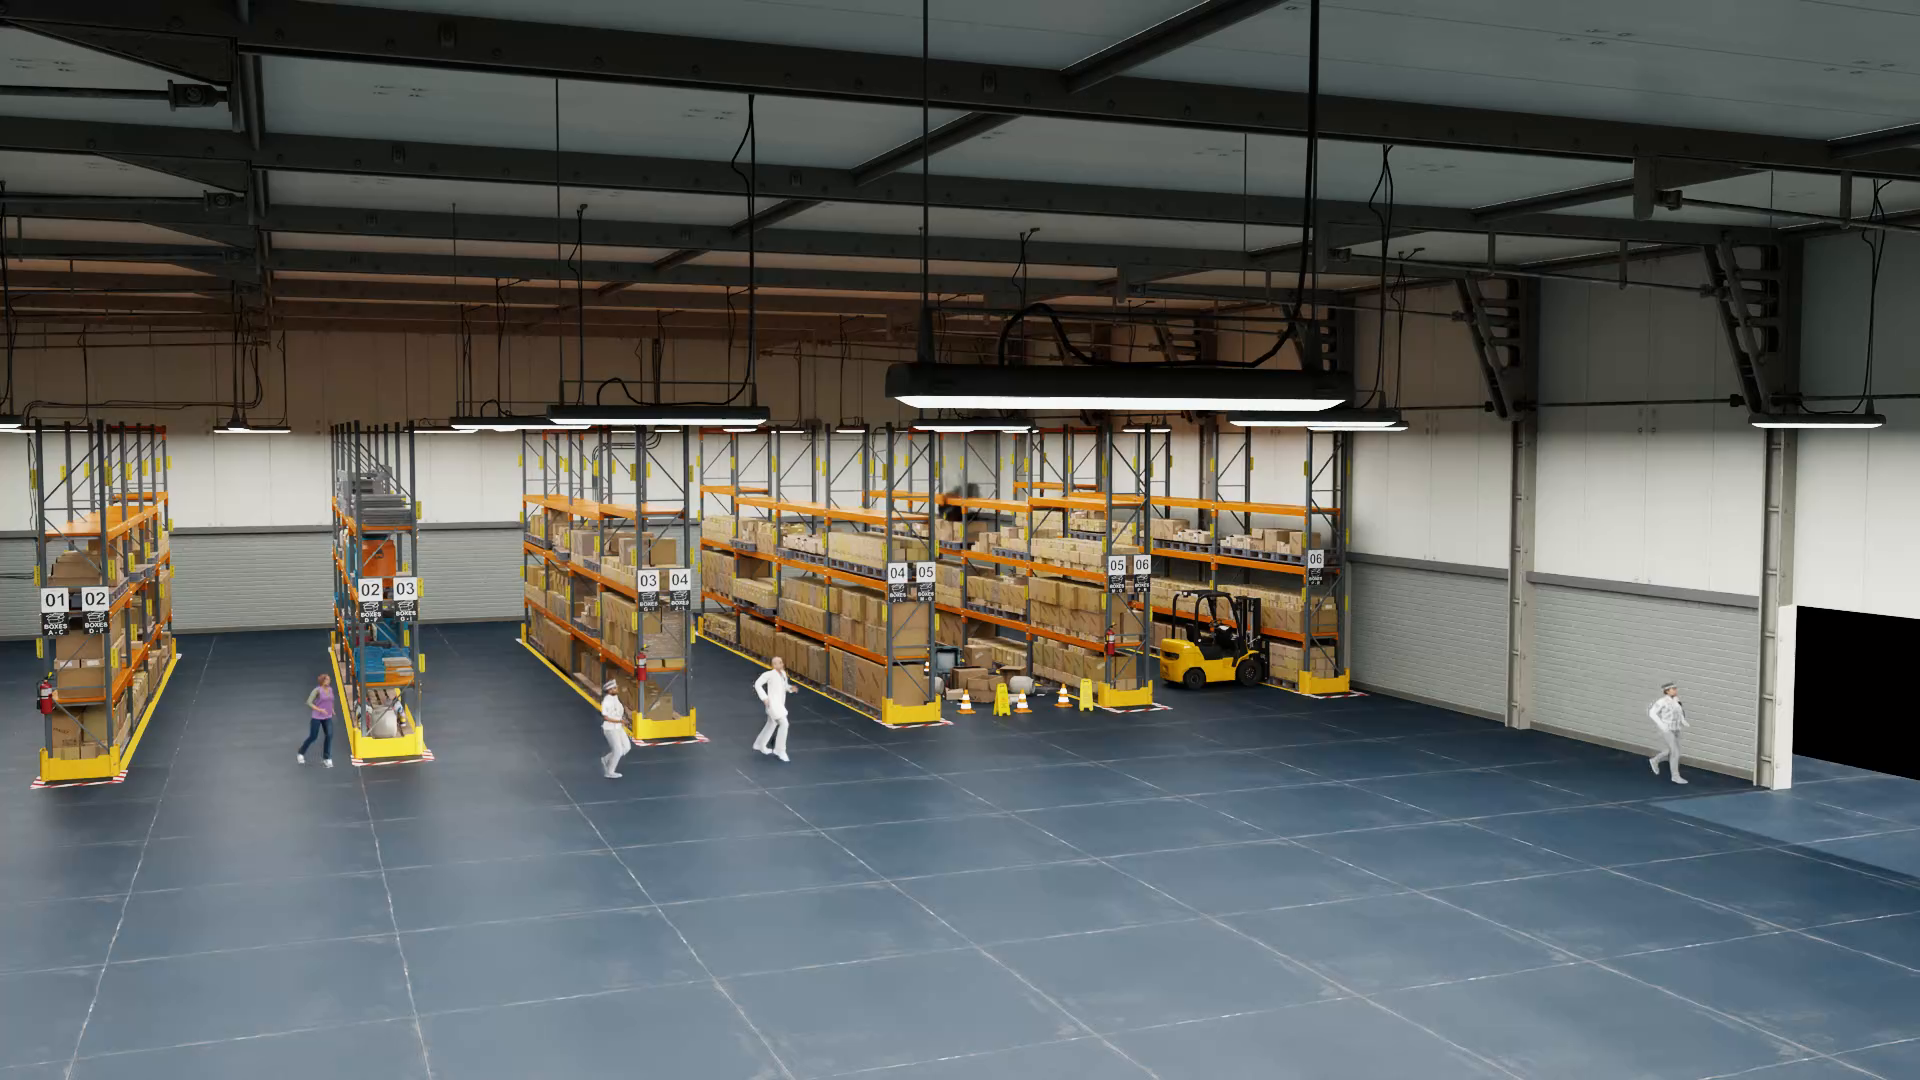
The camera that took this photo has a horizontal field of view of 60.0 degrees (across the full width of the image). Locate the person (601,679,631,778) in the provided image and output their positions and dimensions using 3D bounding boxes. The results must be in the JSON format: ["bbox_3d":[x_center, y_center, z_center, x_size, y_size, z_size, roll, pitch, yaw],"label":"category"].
[{"bbox_3d":[-5.757,3.151,27.831,0.547,1.654,0.570,0,4,8],"label":"person"}]

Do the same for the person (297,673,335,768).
[{"bbox_3d":[-11.077,3.117,28.898,0.834,1.587,0.611,2,4,34],"label":"person"}]

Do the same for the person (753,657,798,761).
[{"bbox_3d":[-3.303,2.986,29.601,0.864,1.842,0.695,1,4,18],"label":"person"}]

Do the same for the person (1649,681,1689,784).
[{"bbox_3d":[11.728,3.156,27.544,0.637,1.682,0.763,-2,4,-31],"label":"person"}]

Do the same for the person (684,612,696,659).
[{"bbox_3d":[-6.763,2.342,40.766,0.531,1.720,0.738,-2,4,-34],"label":"person"}]
